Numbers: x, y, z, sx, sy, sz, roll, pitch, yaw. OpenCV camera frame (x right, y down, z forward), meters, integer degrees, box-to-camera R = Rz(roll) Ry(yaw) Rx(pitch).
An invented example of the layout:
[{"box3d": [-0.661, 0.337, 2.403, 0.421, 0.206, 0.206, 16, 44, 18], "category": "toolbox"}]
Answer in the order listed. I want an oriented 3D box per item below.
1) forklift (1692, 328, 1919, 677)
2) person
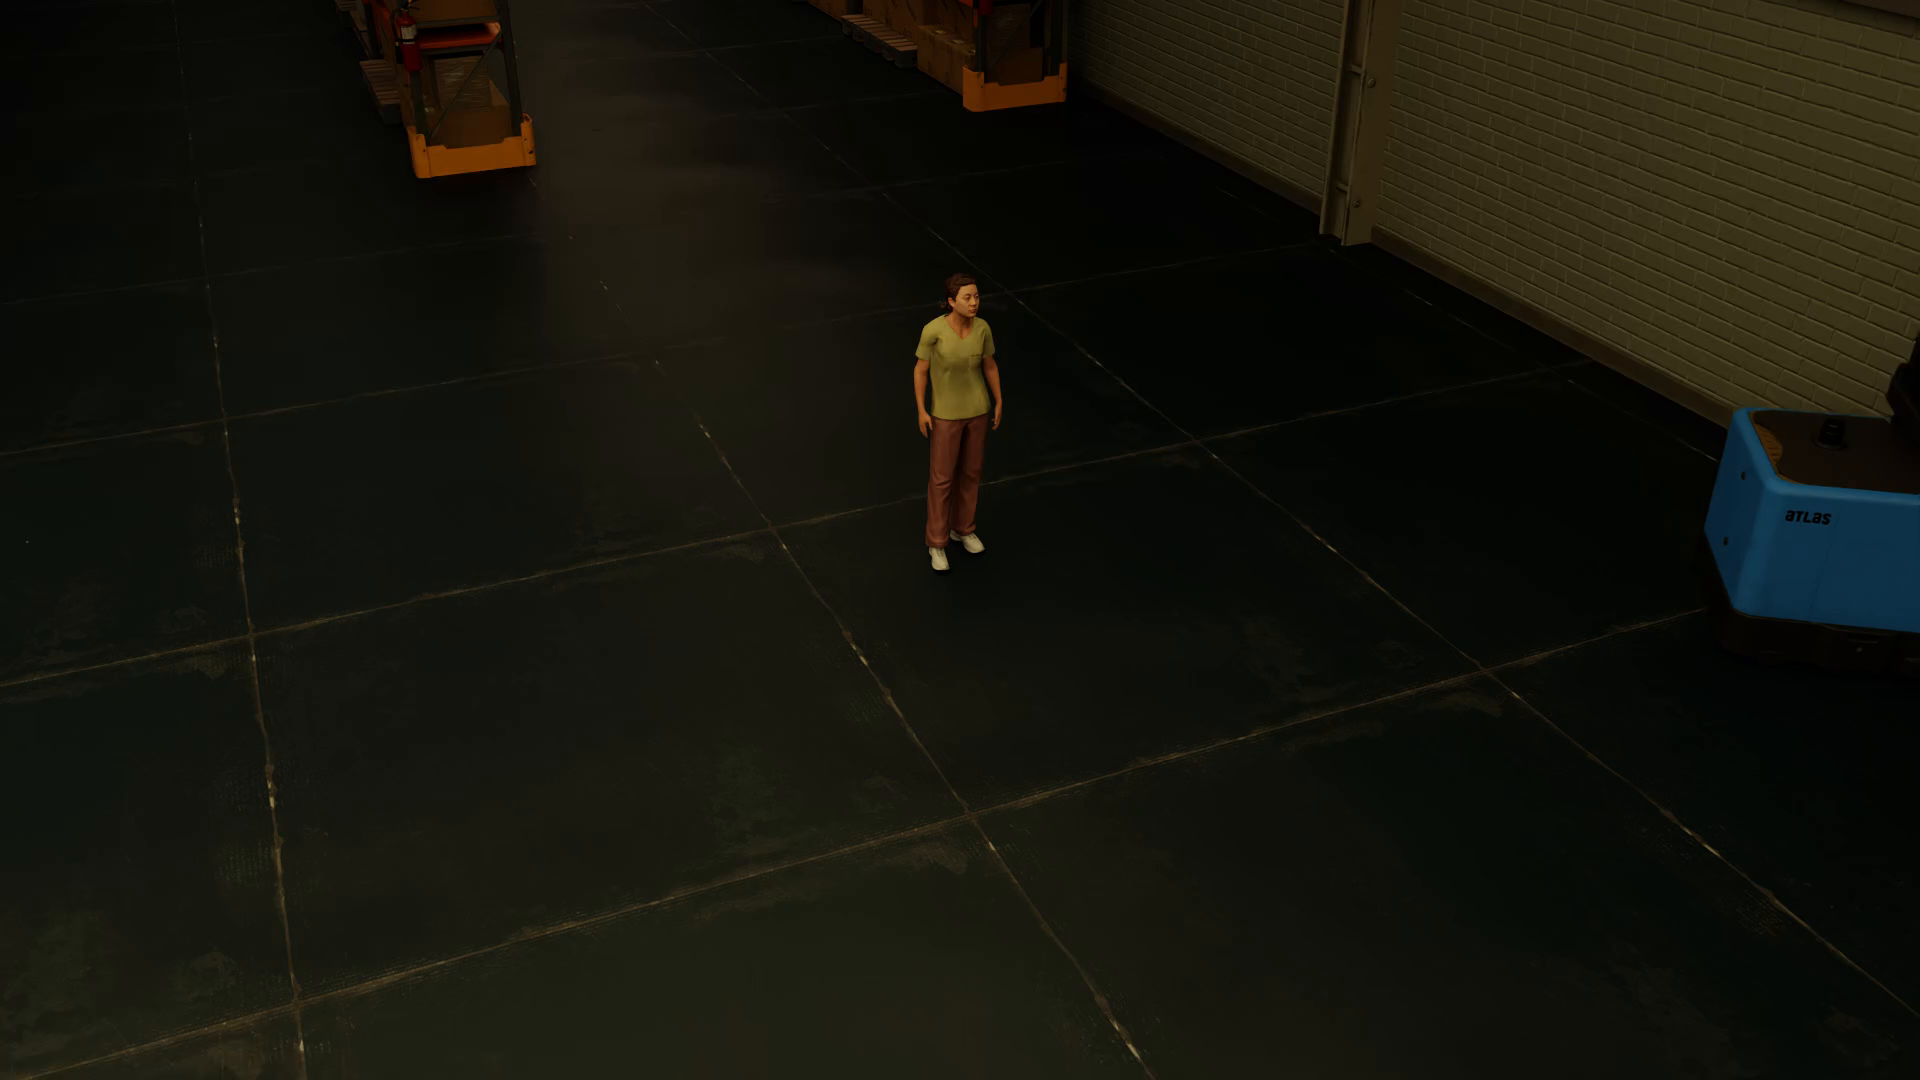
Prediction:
[{"box3d": [5.658, -0.709, 8.360, 3.031, 2.935, 1.130, 6, 30, 10], "category": "forklift"}, {"box3d": [0.019, -0.698, 9.590, 0.553, 1.673, 0.548, -12, 32, -20], "category": "person"}]
